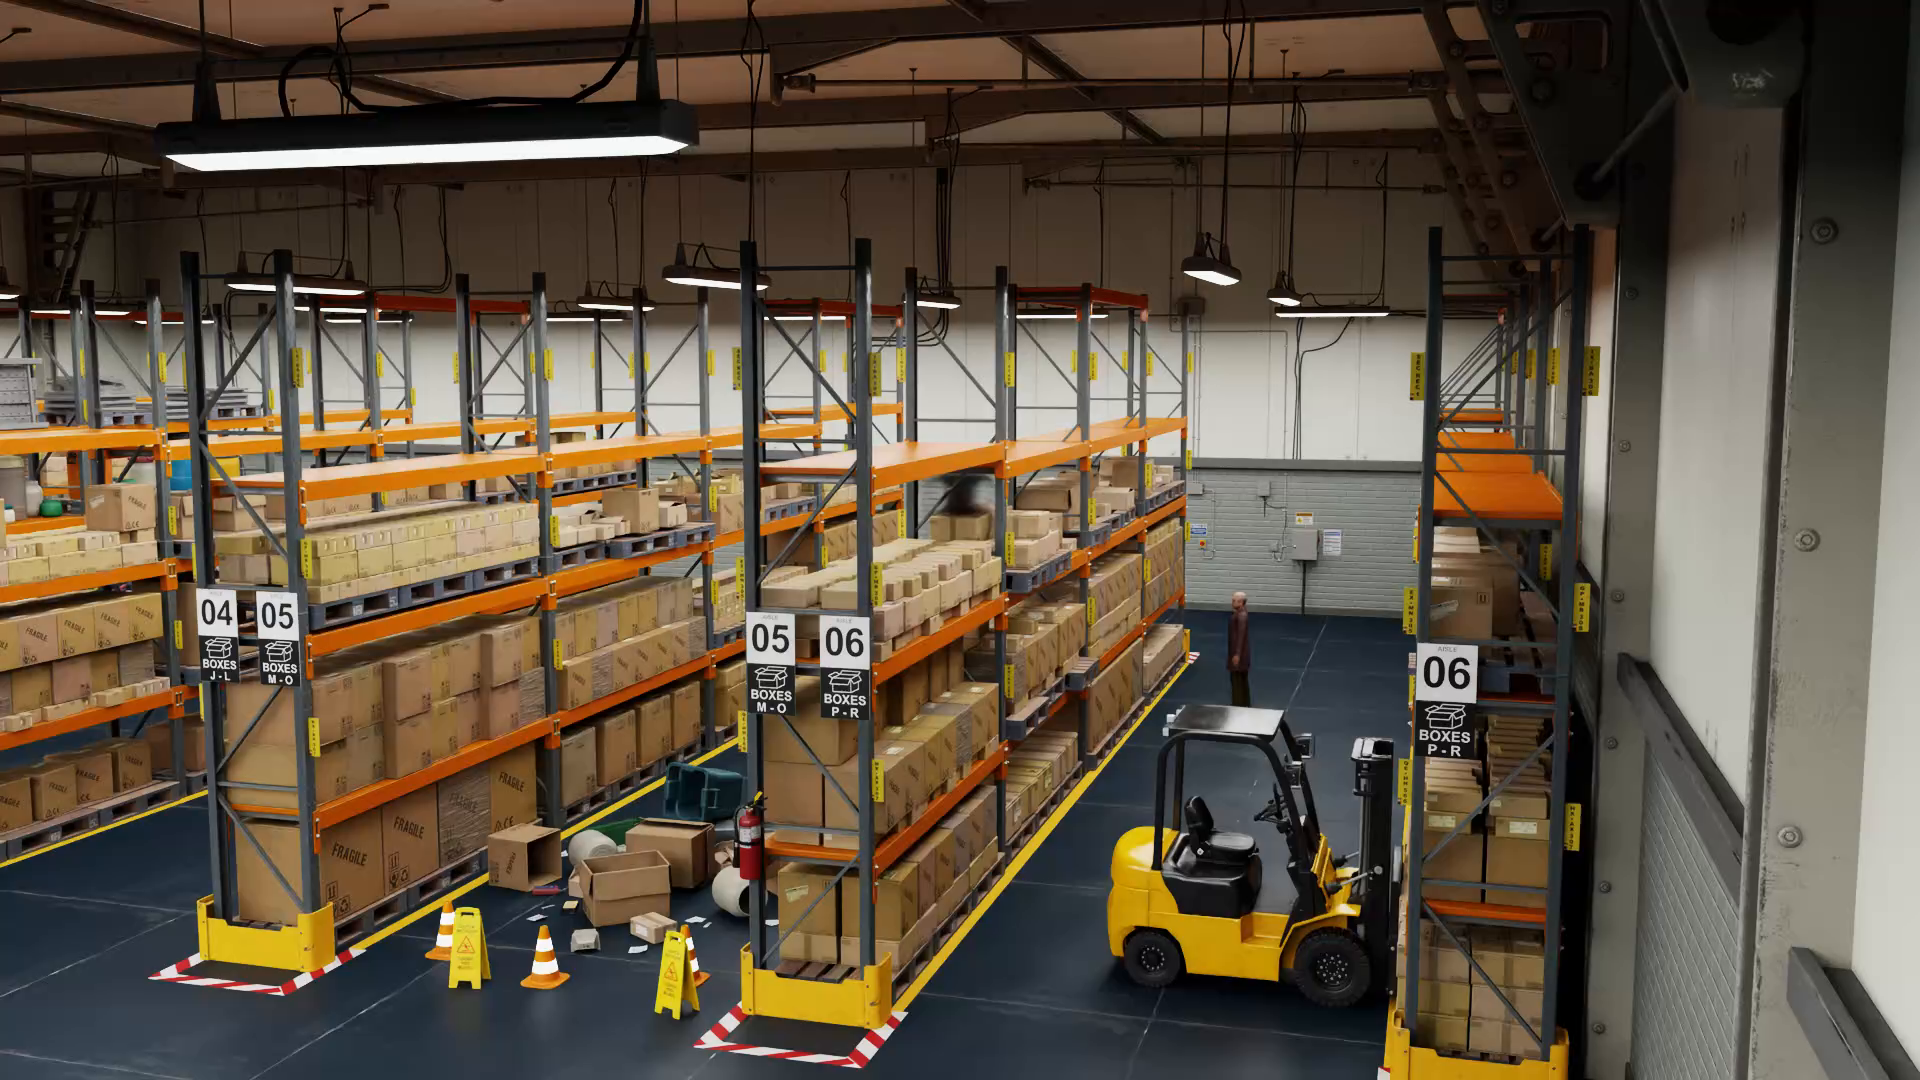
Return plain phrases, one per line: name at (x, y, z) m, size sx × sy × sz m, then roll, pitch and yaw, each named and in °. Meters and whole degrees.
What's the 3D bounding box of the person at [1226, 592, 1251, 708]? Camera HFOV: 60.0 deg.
person at (3.962, 1.622, 23.708) m, size 0.423 × 1.785 × 0.671 m, roll 2°, pitch 7°, yaw 15°
